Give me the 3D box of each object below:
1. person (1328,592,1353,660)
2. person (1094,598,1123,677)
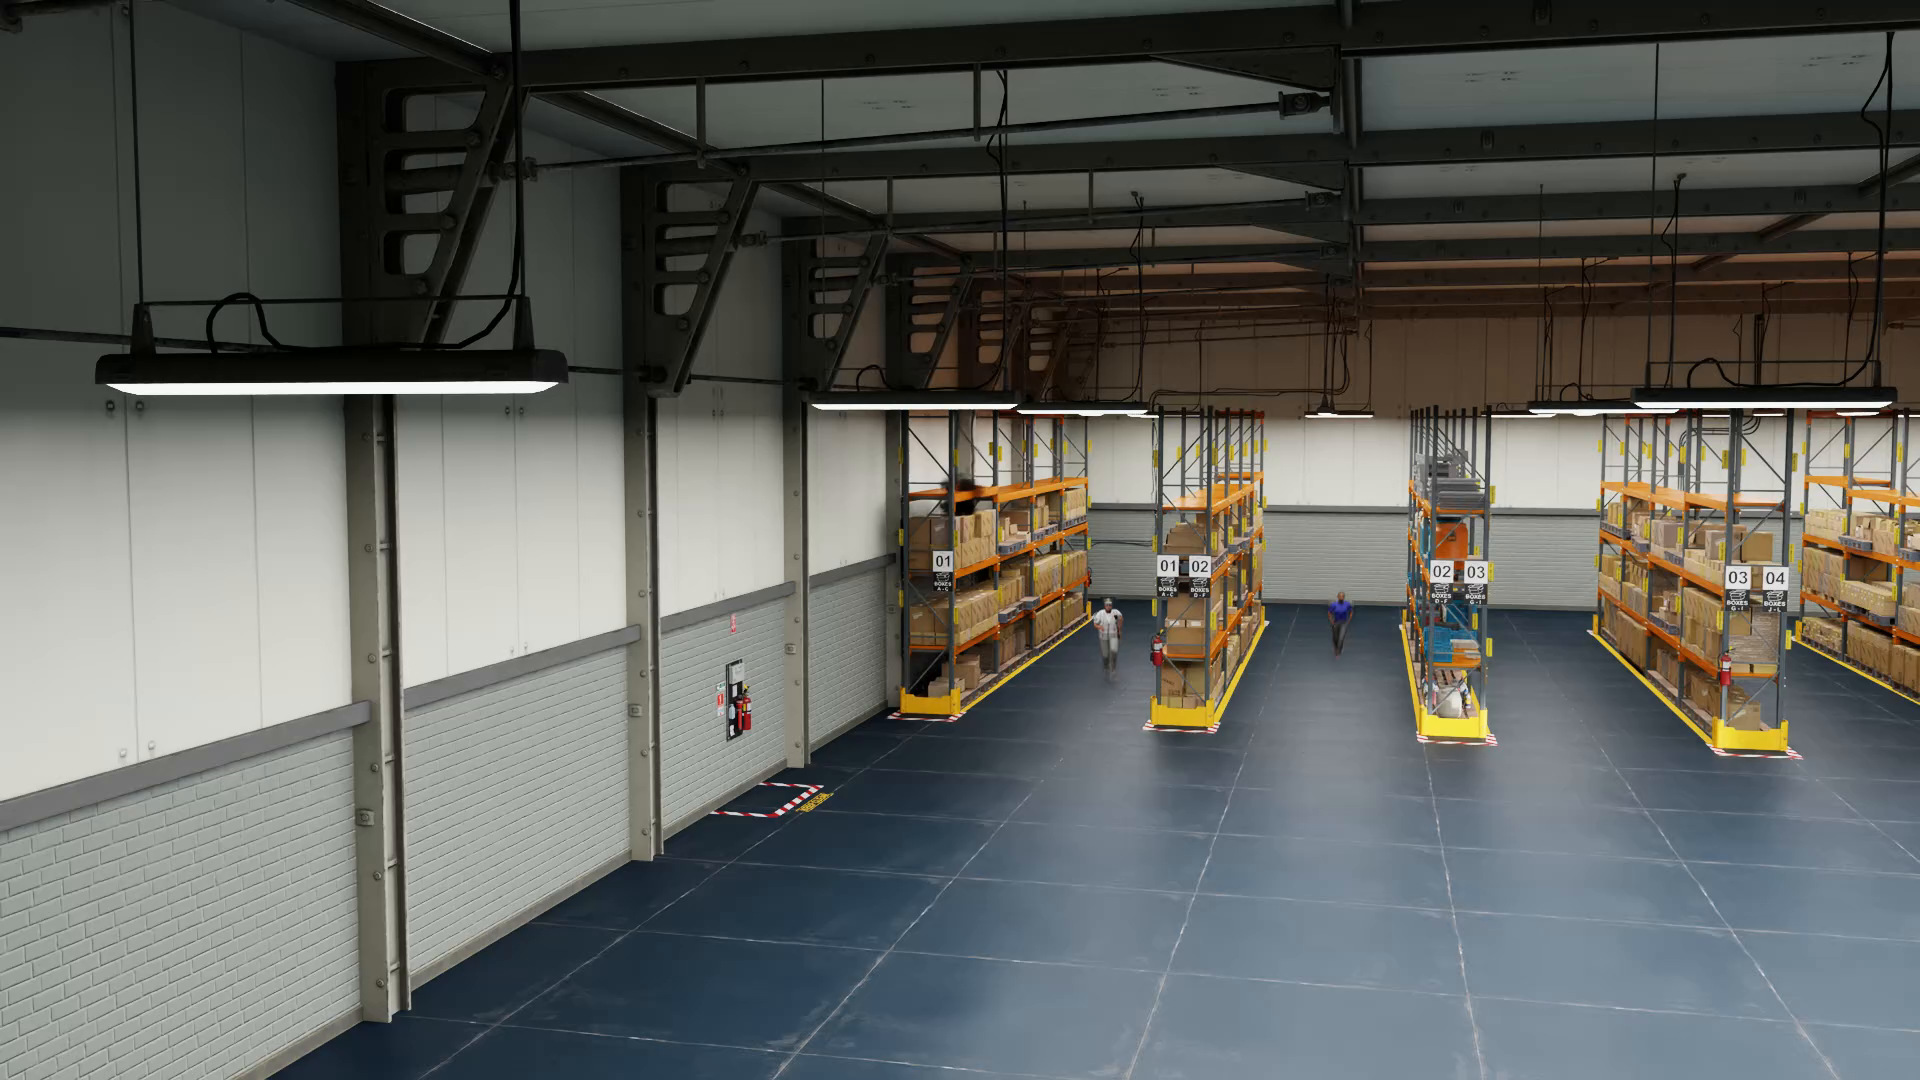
[{"bbox_3d":[9.171,2.052,40.122,0.575,1.628,0.693,1,4,12],"label":"person"},{"bbox_3d":[3.214,2.087,36.081,0.608,1.691,0.911,1,4,10],"label":"person"}]
